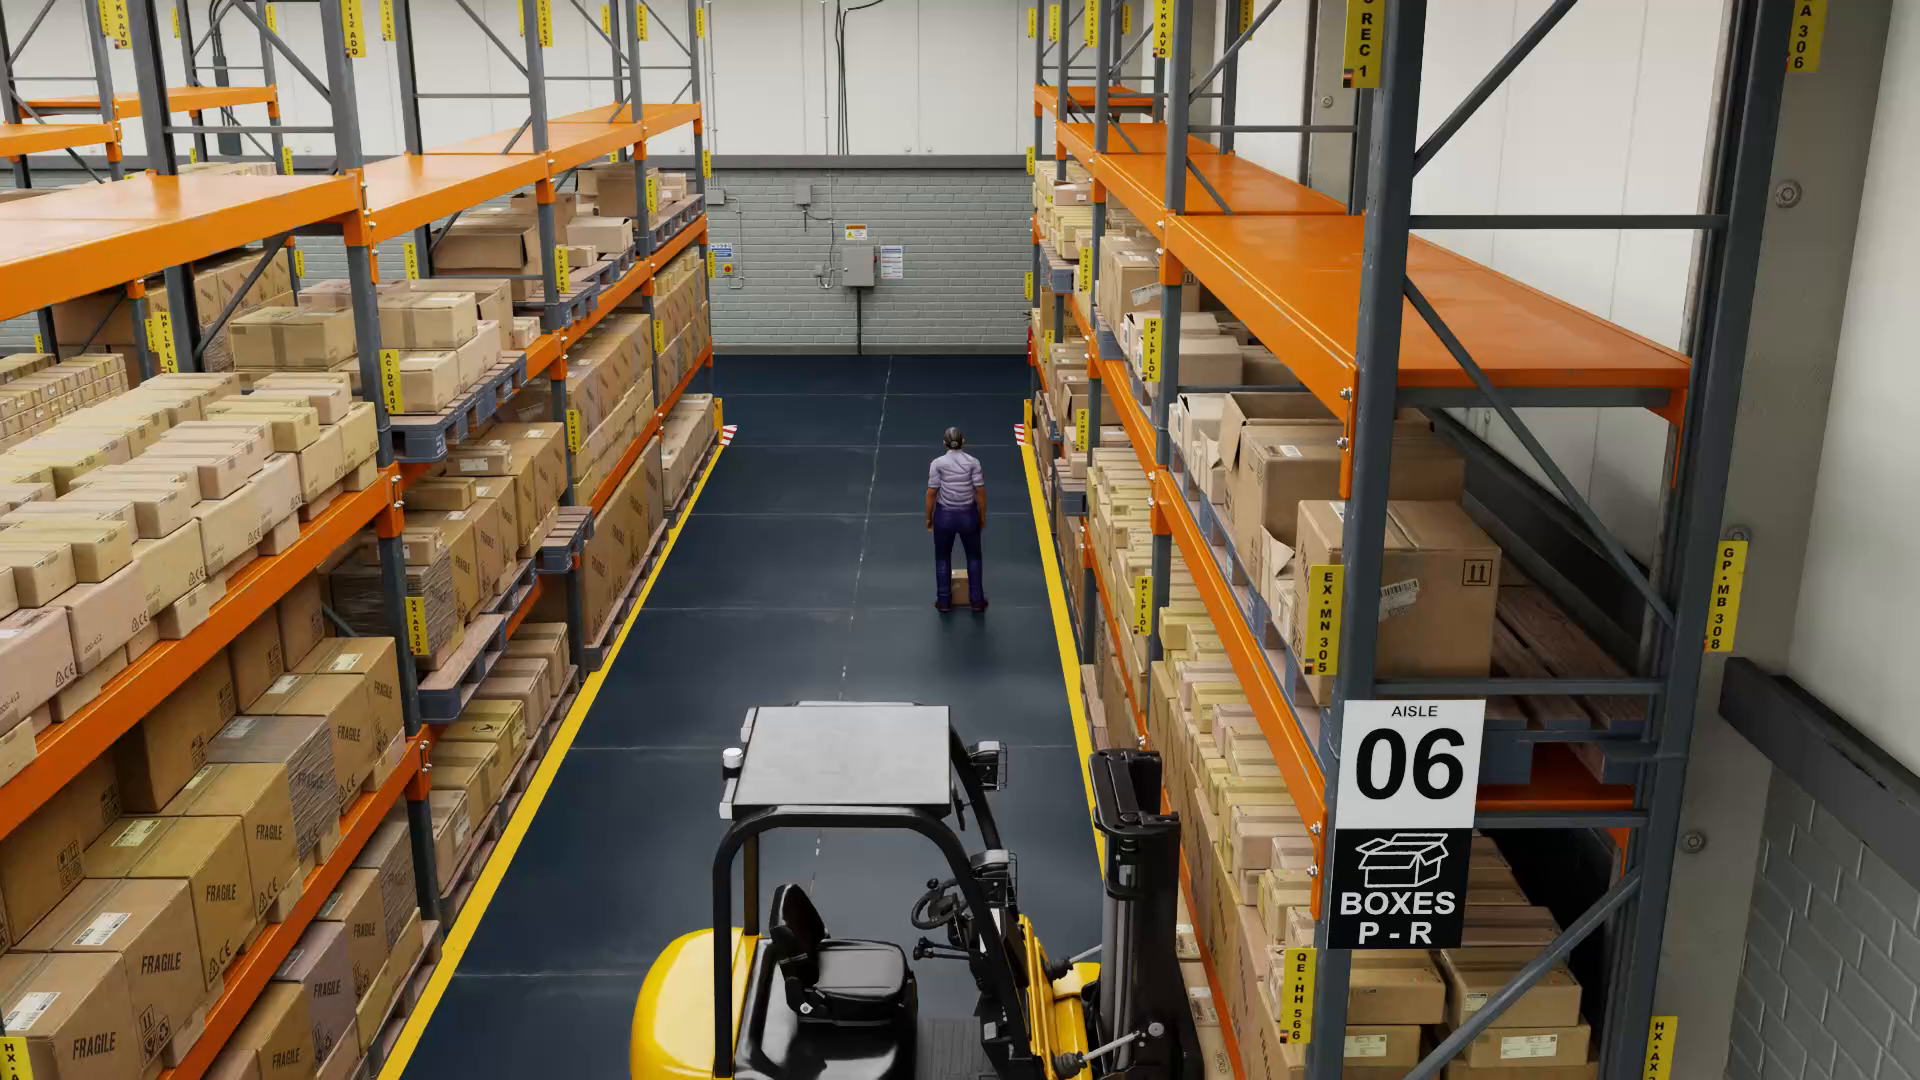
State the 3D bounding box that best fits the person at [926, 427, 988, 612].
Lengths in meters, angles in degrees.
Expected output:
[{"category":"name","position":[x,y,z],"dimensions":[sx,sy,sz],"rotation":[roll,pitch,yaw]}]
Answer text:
[{"category":"person","position":[-0.019,-0.174,14.640],"dimensions":[0.561,1.653,0.361],"rotation":[-1,17,-3]}]
